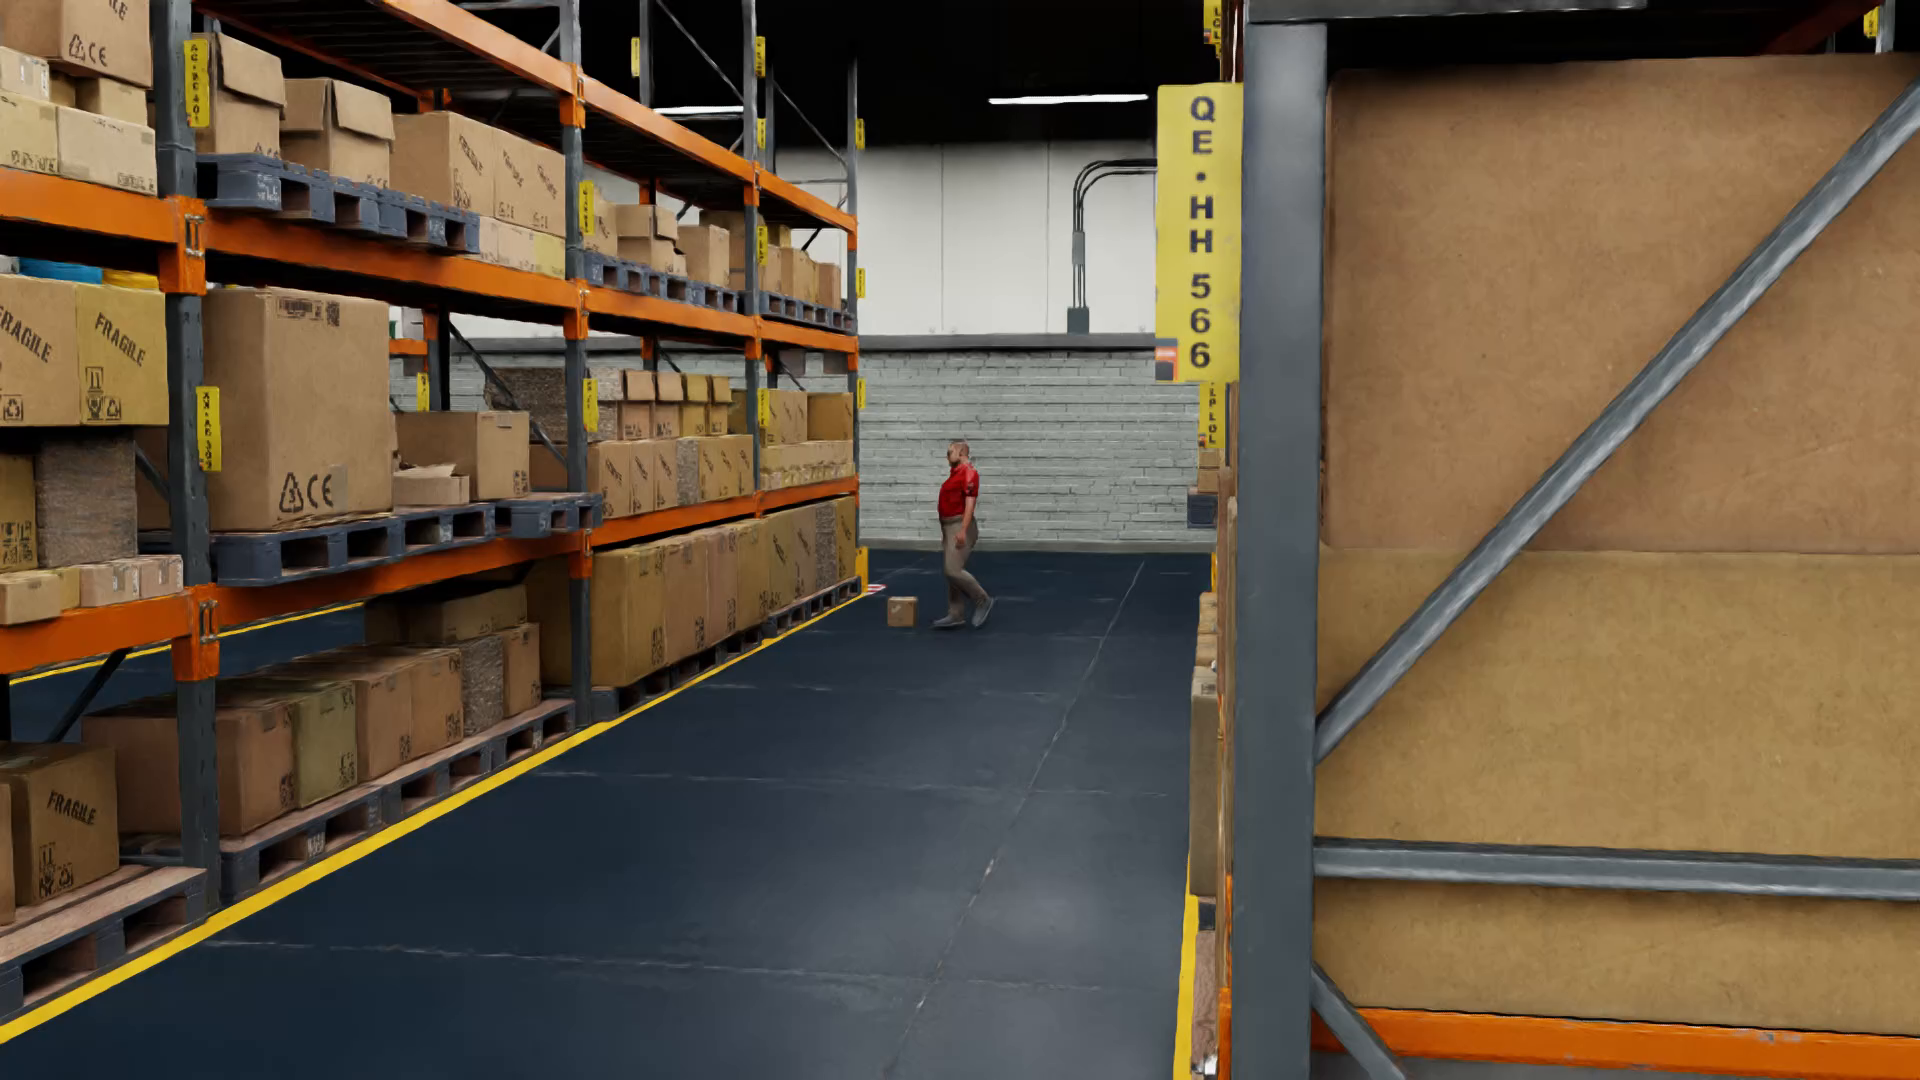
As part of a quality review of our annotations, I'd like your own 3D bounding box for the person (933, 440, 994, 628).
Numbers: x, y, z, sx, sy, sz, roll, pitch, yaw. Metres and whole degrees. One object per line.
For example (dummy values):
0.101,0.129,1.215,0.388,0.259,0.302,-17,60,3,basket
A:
0.018,-0.061,15.429,0.564,1.734,0.577,-1,5,-18,person
